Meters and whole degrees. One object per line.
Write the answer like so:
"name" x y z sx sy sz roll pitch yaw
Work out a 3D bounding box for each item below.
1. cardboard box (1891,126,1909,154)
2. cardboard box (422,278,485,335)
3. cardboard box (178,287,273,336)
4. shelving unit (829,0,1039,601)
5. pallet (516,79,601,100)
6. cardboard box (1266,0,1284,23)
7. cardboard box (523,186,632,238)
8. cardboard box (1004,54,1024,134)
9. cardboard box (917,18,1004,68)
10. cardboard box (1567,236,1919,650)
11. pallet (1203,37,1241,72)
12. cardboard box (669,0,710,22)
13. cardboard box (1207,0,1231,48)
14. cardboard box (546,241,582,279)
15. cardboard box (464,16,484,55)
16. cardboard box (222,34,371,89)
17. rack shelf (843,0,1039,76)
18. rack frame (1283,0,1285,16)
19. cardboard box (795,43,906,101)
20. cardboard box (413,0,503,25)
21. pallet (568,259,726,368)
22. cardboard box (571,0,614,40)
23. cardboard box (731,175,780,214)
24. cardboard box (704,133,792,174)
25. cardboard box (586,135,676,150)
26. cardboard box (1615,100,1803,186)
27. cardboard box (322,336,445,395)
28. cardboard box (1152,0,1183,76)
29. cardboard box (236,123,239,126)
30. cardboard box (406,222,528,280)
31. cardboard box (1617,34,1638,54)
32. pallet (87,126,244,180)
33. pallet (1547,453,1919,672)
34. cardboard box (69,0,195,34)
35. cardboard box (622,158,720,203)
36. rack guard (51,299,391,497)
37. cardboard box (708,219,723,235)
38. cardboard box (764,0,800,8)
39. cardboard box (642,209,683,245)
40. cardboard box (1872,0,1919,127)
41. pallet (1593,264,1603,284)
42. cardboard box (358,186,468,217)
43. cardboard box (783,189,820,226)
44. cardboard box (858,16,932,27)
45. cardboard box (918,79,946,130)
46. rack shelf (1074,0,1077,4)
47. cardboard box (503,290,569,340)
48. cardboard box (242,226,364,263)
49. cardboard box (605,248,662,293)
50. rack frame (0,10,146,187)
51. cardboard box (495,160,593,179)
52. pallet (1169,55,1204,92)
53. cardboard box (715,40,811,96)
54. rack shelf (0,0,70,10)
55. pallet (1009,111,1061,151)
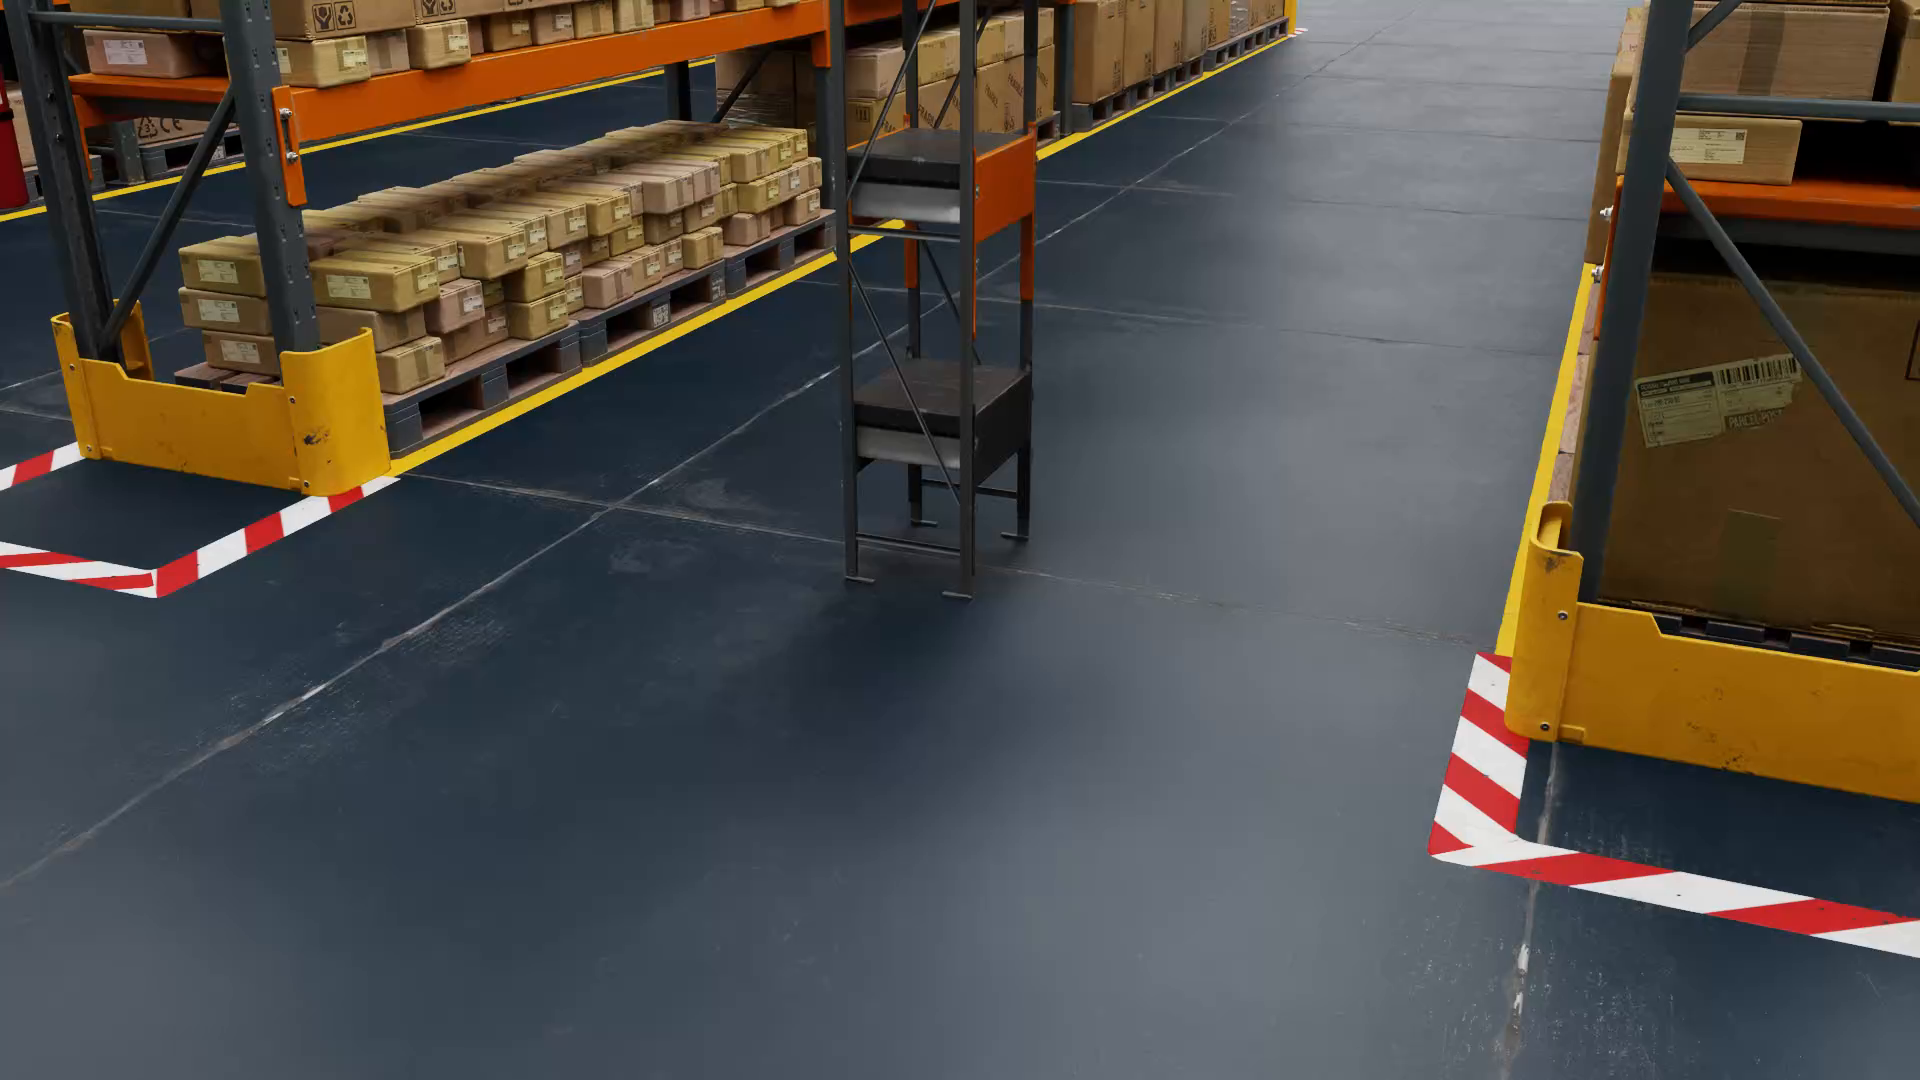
"cardboard box" 2.580 -1.040 4.173 0.380 0.149 0.250 8 24 19
"cardboard box" -2.027 -0.895 6.268 0.380 0.149 0.250 9 24 20
"cardboard box" -2.683 -0.884 6.242 0.380 0.149 0.250 8 24 19
"shelving unit" -0.062 -0.910 4.703 0.431 2.100 0.503 9 24 20
"pallet" -3.985 -4.167 14.951 1.003 0.211 1.213 9 24 20
"cardboard box" 3.138 -6.325 18.713 0.875 0.875 0.875 9 24 20
"cardboard box" -1.634 -1.404 7.101 0.380 0.149 0.250 9 24 21
"cardboard box" 0.159 -3.083 11.439 0.500 0.500 0.500 10 25 22
"cardboard box" -0.034 -3.244 10.849 0.500 0.250 0.500 9 24 21
"cardboard box" 2.116 -0.346 4.399 0.875 0.875 0.875 9 24 20
"pallet" 2.198 -4.907 16.724 1.003 0.211 1.213 9 24 20
"cardboard box" -1.359 -2.433 7.509 0.380 0.149 0.250 8 24 18
"cardboard box" 2.141 -5.361 16.405 0.875 0.875 0.875 9 24 21
"cardboard box" -1.812 -1.180 6.951 0.380 0.149 0.250 8 24 18
"cardboard box" -2.015 -1.890 6.208 0.380 0.149 0.250 10 25 23
"cardboard box" -2.190 -1.592 5.494 0.380 0.149 0.250 9 24 20
"rack shelf" -0.062 -1.543 4.439 0.431 0.518 0.480 9 24 20
"rack frame" 3.329 -7.364 18.988 1.000 3.000 0.127 9 24 20
"cardboard box" -0.609 -2.683 9.507 0.500 0.250 0.500 8 24 18
"cardboard box" -2.016 -2.138 5.961 0.500 0.500 0.500 9 24 20
"pallet" -1.797 -1.100 7.609 1.003 0.211 1.213 9 24 20
"cardboard box" -1.658 -2.157 6.848 0.380 0.149 0.250 10 25 22
"cardboard box" -1.123 -1.730 8.268 0.380 0.149 0.250 8 24 18
"cardboard box" -1.077 -1.961 8.435 0.380 0.149 0.250 9 24 21
"cardboard box" -1.655 -1.941 8.388 0.380 0.149 0.250 8 24 19
"cardboard box" 1.780 -0.951 3.961 0.380 0.149 0.250 9 24 21
"cardboard box" -2.123 -0.658 6.089 0.380 0.149 0.250 9 24 21
"cardboard box" 1.334 -4.509 14.526 1.050 0.750 0.750 9 24 20
"cardboard box" -5.278 -3.513 11.981 0.875 0.875 0.875 10 24 22
"cardboard box" -1.901 -1.118 6.416 0.380 0.149 0.250 9 24 20
"cardboard box" 3.989 -2.089 8.571 1.225 0.875 0.875 8 24 18
"pallet" -5.546 -2.743 11.542 1.003 0.211 1.213 9 24 20
"pallet" 2.177 0.097 4.744 1.003 0.211 1.213 9 24 20
"cardboard box" -2.687 -2.020 5.677 0.500 0.500 0.500 9 24 21
"cardboard box" -1.347 -1.679 7.760 0.380 0.149 0.250 8 24 17
"rack guard" -2.586 -0.512 5.828 1.175 0.500 0.348 9 24 20
"cardboard box" -1.381 -1.497 8.097 0.380 0.149 0.250 8 24 19
"cardboard box" -1.012 -2.710 8.173 0.380 0.149 0.250 8 24 19
"cardboard box" -1.502 -1.468 7.640 0.380 0.149 0.250 8 24 18
"cardboard box" 2.382 -1.093 3.784 0.500 0.250 0.500 8 24 19
"pallet" 3.655 -1.324 8.145 1.003 0.211 1.213 9 24 20
"cardboard box" -2.325 -1.397 7.085 0.380 0.149 0.250 10 25 22
"cardboard box" -0.958 -1.759 8.724 0.380 0.149 0.250 9 24 21
"cardboard box" -0.508 -3.319 11.029 0.500 0.250 0.500 9 24 20
"cardboard box" -0.413 -2.526 10.105 0.500 0.500 0.500 10 25 22
"rack shelf" 1.100 -4.885 13.987 1.077 0.370 4.000 9 24 20
"cardboard box" -1.819 -0.929 6.737 0.380 0.149 0.250 9 24 21
"cardboard box" -2.507 -1.099 6.371 0.380 0.149 0.250 9 24 21
"cardboard box" -1.561 -1.214 7.418 0.380 0.149 0.250 9 24 20
"rack frame" -5.762 -3.742 10.318 1.000 3.000 0.127 9 24 20
"cardboard box" -1.925 -1.656 7.705 0.380 0.149 0.250 8 24 18
"pallet" 1.626 -4.359 15.412 1.003 0.211 1.213 9 24 20
"cardboard box" -1.087 -2.759 9.689 0.500 0.250 0.500 8 24 19
"rack shelf" -6.505 -2.695 8.743 1.077 0.370 4.000 9 24 20
"pallet" 0.065 -2.935 12.003 1.003 0.211 1.213 9 24 20
